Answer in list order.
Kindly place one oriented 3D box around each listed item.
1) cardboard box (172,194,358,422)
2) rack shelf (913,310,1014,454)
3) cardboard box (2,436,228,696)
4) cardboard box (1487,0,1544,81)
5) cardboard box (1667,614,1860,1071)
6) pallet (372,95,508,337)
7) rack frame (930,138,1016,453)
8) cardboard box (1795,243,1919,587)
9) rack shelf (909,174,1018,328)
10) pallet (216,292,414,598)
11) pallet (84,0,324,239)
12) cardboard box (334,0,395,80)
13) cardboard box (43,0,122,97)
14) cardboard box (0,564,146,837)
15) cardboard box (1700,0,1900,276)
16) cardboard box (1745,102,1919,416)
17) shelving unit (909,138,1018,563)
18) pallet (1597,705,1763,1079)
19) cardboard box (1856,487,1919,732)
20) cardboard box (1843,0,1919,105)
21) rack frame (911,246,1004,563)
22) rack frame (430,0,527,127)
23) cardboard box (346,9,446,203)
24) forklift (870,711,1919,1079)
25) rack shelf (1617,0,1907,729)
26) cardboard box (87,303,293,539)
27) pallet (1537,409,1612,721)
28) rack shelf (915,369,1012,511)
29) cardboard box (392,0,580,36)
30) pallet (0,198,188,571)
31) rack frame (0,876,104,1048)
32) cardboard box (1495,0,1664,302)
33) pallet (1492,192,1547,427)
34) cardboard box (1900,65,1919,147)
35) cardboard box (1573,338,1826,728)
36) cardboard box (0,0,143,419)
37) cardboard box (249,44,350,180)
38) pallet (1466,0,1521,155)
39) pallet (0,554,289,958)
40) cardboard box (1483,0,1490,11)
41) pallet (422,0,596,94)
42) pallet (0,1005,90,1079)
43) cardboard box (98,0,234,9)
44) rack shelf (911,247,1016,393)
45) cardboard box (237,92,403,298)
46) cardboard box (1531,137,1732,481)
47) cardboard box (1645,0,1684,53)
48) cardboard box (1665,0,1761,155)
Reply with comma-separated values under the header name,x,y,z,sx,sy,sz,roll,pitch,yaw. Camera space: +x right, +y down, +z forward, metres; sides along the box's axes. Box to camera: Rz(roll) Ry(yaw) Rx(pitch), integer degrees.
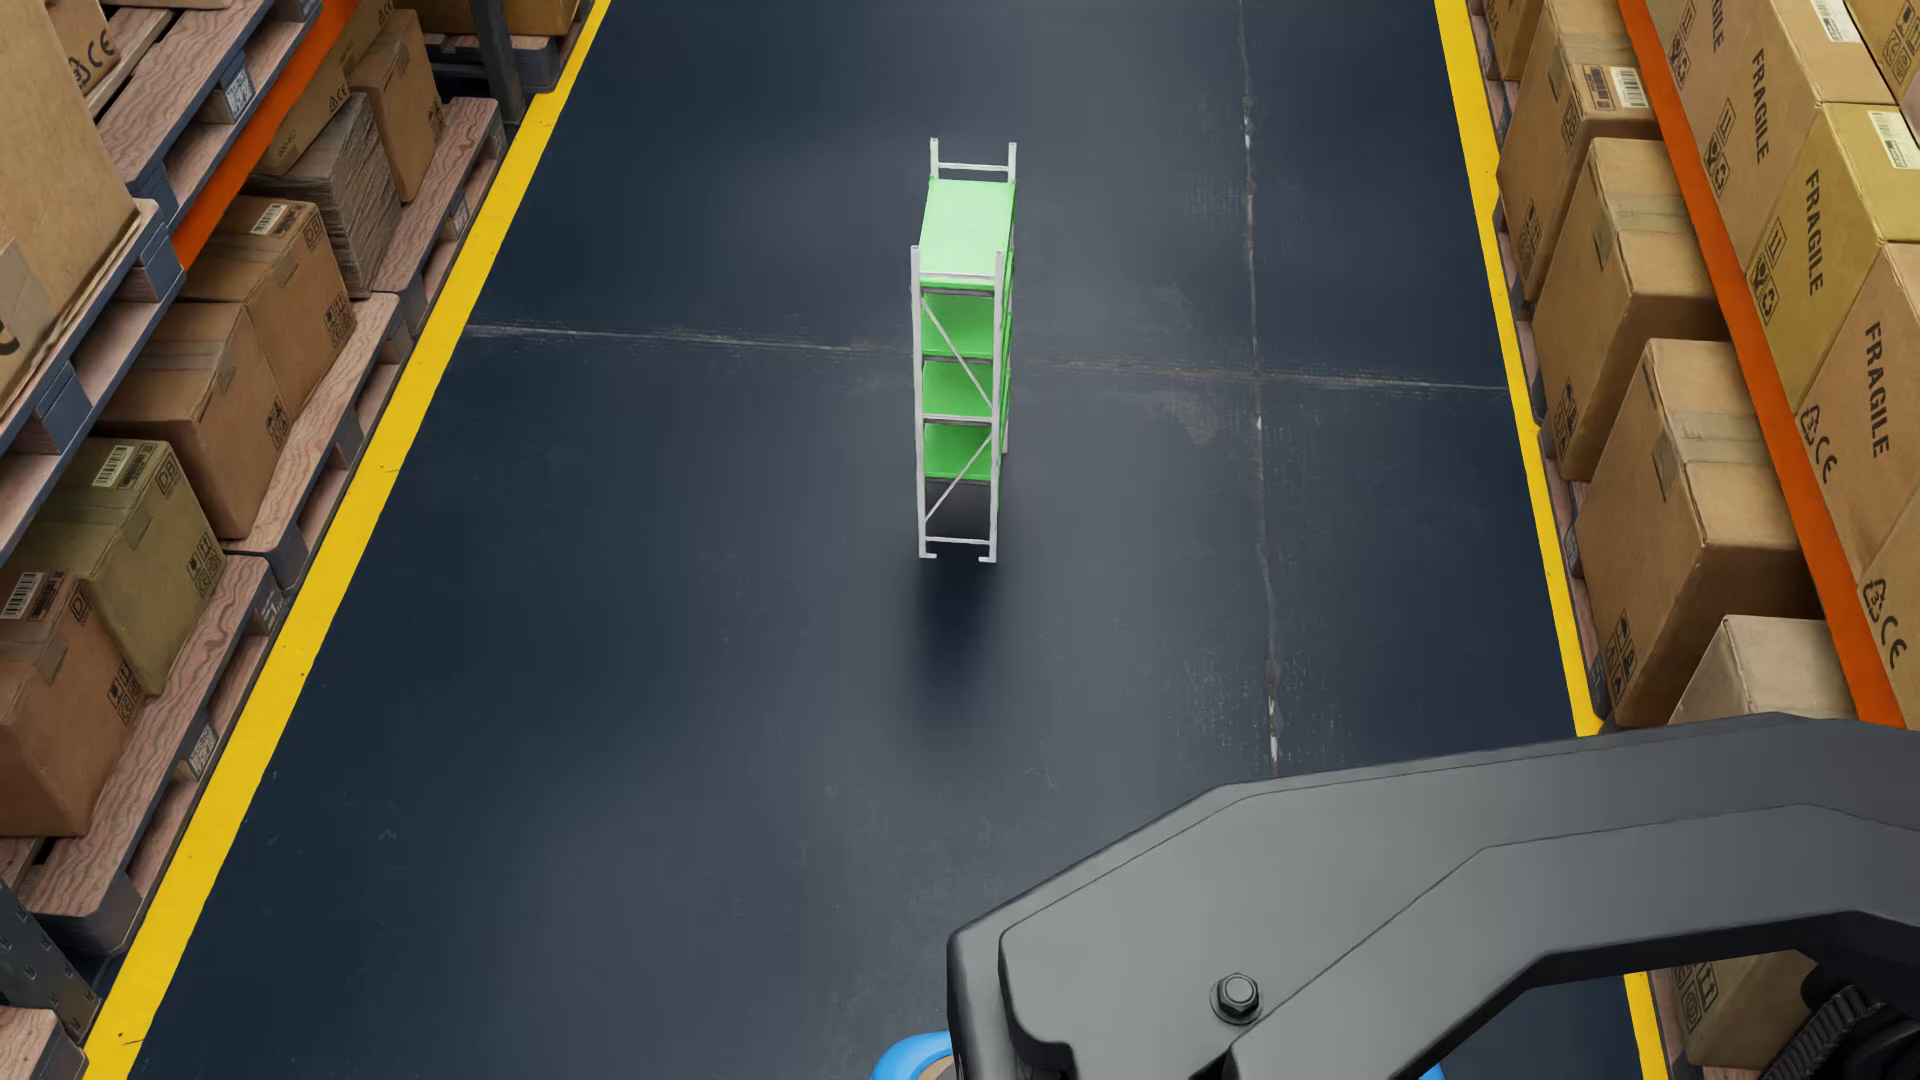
name,x,y,z,sx,sy,sz,roll,pitch,yaw
cardboard box,-2.419,-0.764,5.312,0.700,0.500,0.500,7,48,7
rack shelf,0.015,-0.483,4.966,0.258,0.148,0.480,4,48,4
cardboard box,-2.520,0.057,4.561,0.700,0.500,0.500,4,48,3
cardboard box,2.435,-2.170,6.611,0.500,0.500,0.500,4,48,3
cardboard box,2.238,0.724,3.795,1.050,0.750,0.750,4,48,3
pallet,-2.368,-1.263,6.262,1.003,0.211,1.213,4,48,4
rack frame,0.037,-0.706,5.083,0.240,1.200,0.015,4,48,4
cardboard box,2.098,-0.238,3.367,0.500,0.500,0.500,3,48,3
rack shelf,0.015,-0.807,4.611,0.258,0.148,0.480,4,48,4
pallet,-2.481,-0.369,5.444,1.003,0.211,1.213,4,48,4
pallet,-2.434,-1.256,4.496,1.003,0.211,1.213,4,48,4
cardboard box,-2.326,-1.842,5.790,0.500,0.250,0.500,6,48,5
cardboard box,-2.593,-1.296,4.048,0.797,0.503,0.637,8,48,8
cardboard box,-2.582,0.406,4.241,0.700,0.500,0.500,1,48,1
cardboard box,2.188,-0.982,4.048,0.500,0.500,0.500,3,48,3
cardboard box,2.144,-0.609,3.706,0.500,0.500,0.500,4,48,4
shelving unit,0.015,-0.527,4.919,0.258,1.200,0.503,4,48,4
pallet,2.266,0.938,4.249,1.003,0.211,1.213,4,48,4
cardboard box,2.052,0.134,3.027,0.500,0.500,0.500,4,48,3
cardboard box,2.449,-1.288,3.650,0.700,0.500,0.500,3,48,3
rack frame,-0.007,-0.347,4.755,0.240,1.200,0.015,4,48,4
rack frame,-2.295,-2.778,5.758,1.000,3.000,0.127,4,48,4
cardboard box,-2.336,-1.589,6.067,0.700,0.500,0.500,2,48,1
forklift,0.557,1.658,1.747,1.130,2.935,3.031,-7,48,-6
rack shelf,2.453,-0.658,4.307,1.077,0.370,4.000,4,48,4
cardboard box,-2.469,-0.354,4.937,0.700,0.500,0.500,0,48,0
pallet,2.375,0.039,5.071,1.003,0.211,1.213,4,48,4
rack shelf,0.015,-0.321,5.143,0.258,0.148,0.480,4,48,4
cardboard box,-2.211,-2.709,6.850,1.225,0.875,0.875,2,48,2
pallet,-2.445,-0.326,3.645,1.003,0.211,1.213,4,48,4
rack frame,-2.659,0.161,3.070,1.000,3.000,0.127,4,48,4
cardboard box,2.490,-1.312,5.657,1.050,0.750,0.750,3,48,3
pallet,2.488,-0.855,5.889,1.003,0.211,1.213,4,48,4
cardboard box,2.401,-0.917,3.311,0.700,0.500,0.500,4,48,4
cardboard box,2.329,0.016,4.443,1.050,0.750,0.750,4,48,4
cardboard box,-2.448,-0.758,3.219,1.000,1.000,1.000,4,48,4
cardboard box,-2.364,-1.451,5.432,0.500,0.250,0.500,9,48,8
pallet,2.708,-2.004,6.939,1.003,0.211,1.213,4,48,4
pallet,-2.590,0.530,4.622,1.003,0.211,1.213,4,48,4
cardboard box,2.486,-2.551,6.960,0.500,0.500,0.500,6,48,5
pallet,-2.148,-2.411,7.313,1.003,0.211,1.213,4,48,4
pallet,-2.685,1.598,3.645,1.003,0.211,1.213,4,48,4
cardboard box,-2.178,-1.631,4.516,0.396,0.266,0.258,3,48,2
rack shelf,0.015,-0.645,4.789,0.258,0.148,0.480,4,48,4
cardboard box,-2.374,-1.181,5.693,0.700,0.500,0.500,0,48,0
cardboard box,2.414,-0.669,5.069,1.050,0.750,0.750,5,48,4
cardboard box,2.282,-1.719,4.721,0.500,0.500,0.500,3,48,3
cardboard box,2.236,-1.348,4.382,0.500,0.500,0.500,4,48,3
